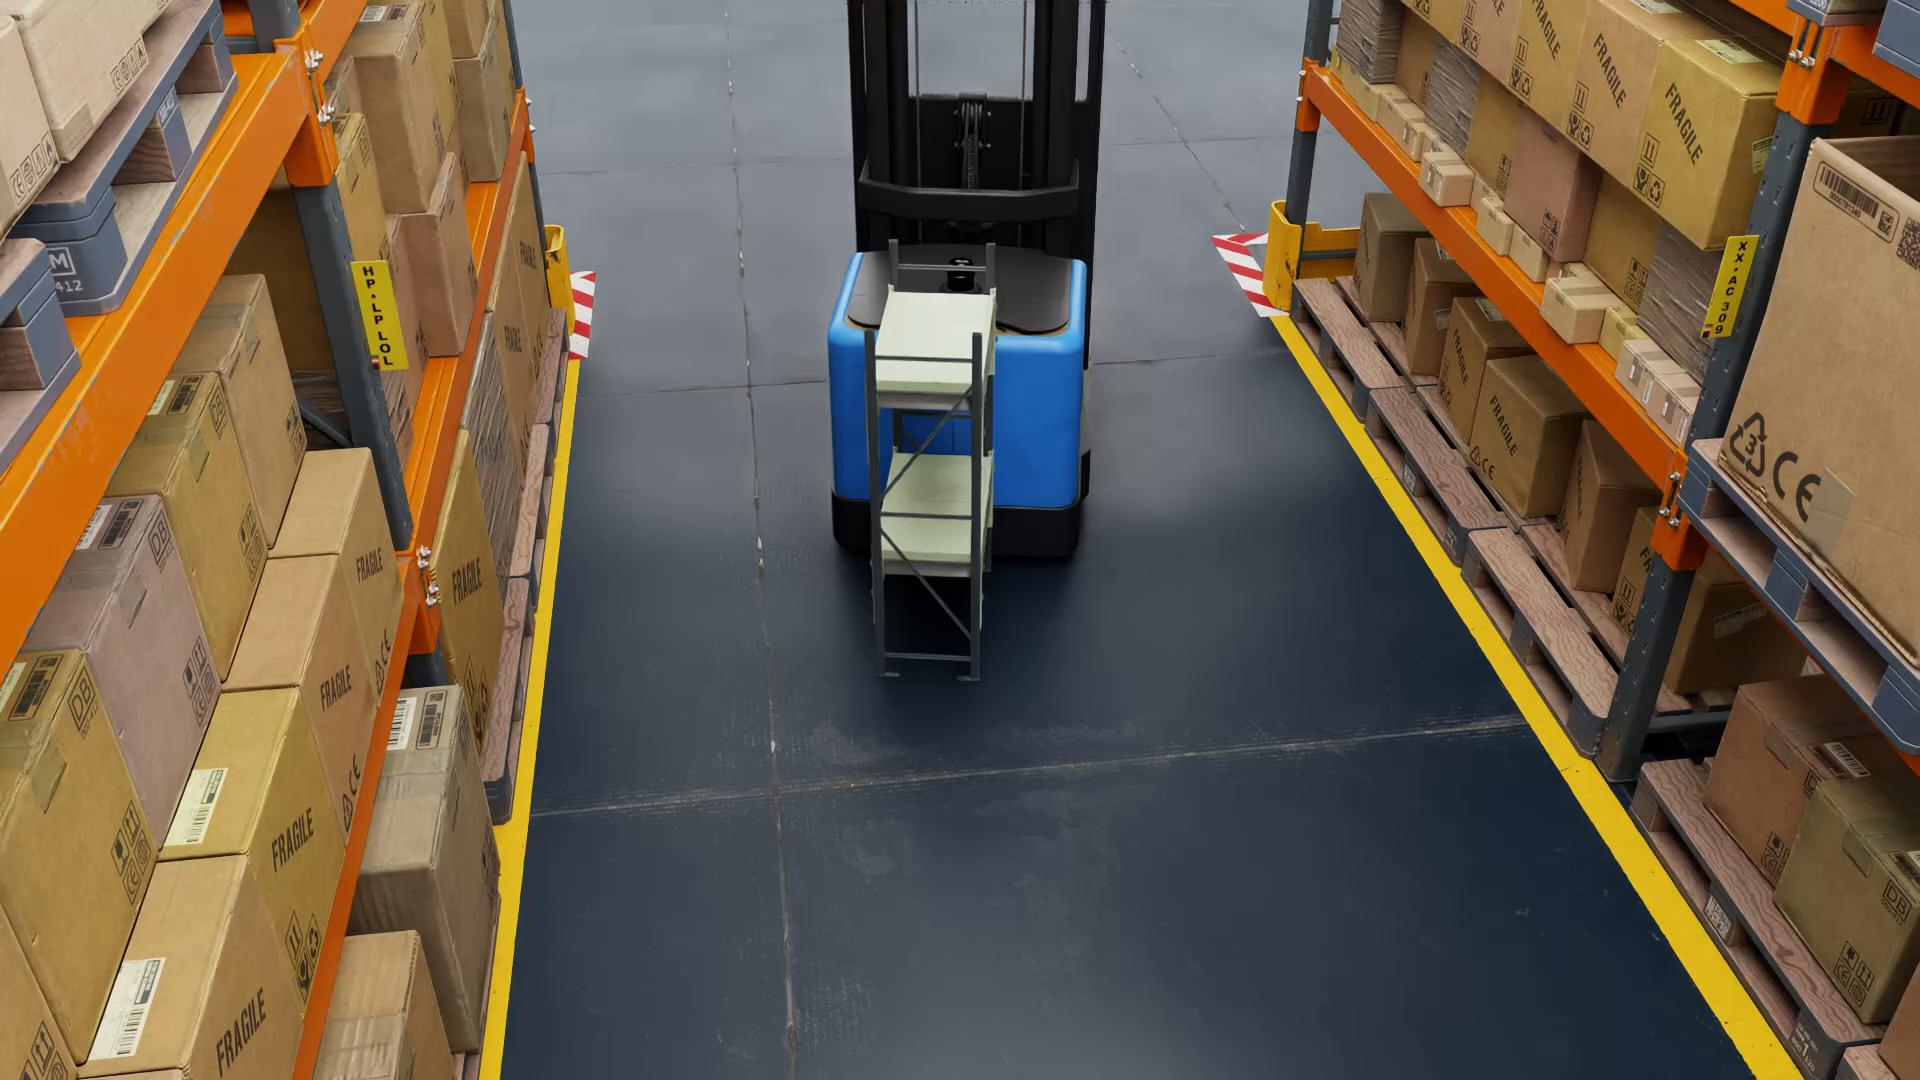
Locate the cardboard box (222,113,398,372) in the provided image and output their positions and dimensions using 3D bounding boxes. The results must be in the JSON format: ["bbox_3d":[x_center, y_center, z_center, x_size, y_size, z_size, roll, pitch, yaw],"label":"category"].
[{"bbox_3d":[-2.131,-0.831,4.714,0.875,0.550,0.550,-4,35,-6],"label":"cardboard box"}]

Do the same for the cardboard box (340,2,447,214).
[{"bbox_3d":[-2.256,-1.441,5.609,0.875,0.550,0.550,-4,35,-6],"label":"cardboard box"}]

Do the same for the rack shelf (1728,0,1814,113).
[{"bbox_3d":[2.544,-2.492,6.218,1.077,0.370,4.000,-4,35,-6],"label":"rack shelf"}]

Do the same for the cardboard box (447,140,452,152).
[{"bbox_3d":[-2.400,-1.285,6.339,0.875,0.550,0.500,-4,35,-6],"label":"cardboard box"}]

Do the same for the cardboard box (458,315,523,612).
[{"bbox_3d":[-2.255,-0.269,6.495,0.875,0.875,0.875,-4,34,-6],"label":"cardboard box"}]

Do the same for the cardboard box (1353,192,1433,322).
[{"bbox_3d":[2.343,-1.457,8.571,0.500,0.500,0.500,2,34,2],"label":"cardboard box"}]

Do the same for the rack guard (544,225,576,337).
[{"bbox_3d":[-2.656,-1.327,8.753,1.175,0.500,0.348,-4,35,-6],"label":"rack guard"}]

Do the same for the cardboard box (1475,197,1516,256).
[{"bbox_3d":[2.306,-1.266,6.667,0.380,0.149,0.250,-4,35,-6],"label":"cardboard box"}]

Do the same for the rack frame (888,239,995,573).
[{"bbox_3d":[-0.068,-0.495,6.644,0.400,1.500,0.023,3,34,4],"label":"rack frame"}]

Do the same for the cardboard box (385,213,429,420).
[{"bbox_3d":[-2.273,-0.687,5.461,0.875,0.550,0.550,-4,35,-6],"label":"cardboard box"}]

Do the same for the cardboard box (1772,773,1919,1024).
[{"bbox_3d":[2.920,1.029,4.905,0.700,0.500,0.500,-5,35,-7],"label":"cardboard box"}]

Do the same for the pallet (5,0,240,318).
[{"bbox_3d":[-1.943,-0.767,3.218,0.805,0.209,1.217,-6,35,-8],"label":"pallet"}]

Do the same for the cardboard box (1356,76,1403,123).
[{"bbox_3d":[2.111,-2.103,7.896,0.380,0.149,0.250,-4,35,-6],"label":"cardboard box"}]

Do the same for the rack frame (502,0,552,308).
[{"bbox_3d":[-2.653,-2.347,8.030,1.000,3.000,0.127,-4,35,-6],"label":"rack frame"}]

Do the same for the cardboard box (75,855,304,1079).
[{"bbox_3d":[-1.573,0.962,3.086,0.500,0.500,0.500,-5,35,-7],"label":"cardboard box"}]

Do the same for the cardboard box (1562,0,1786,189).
[{"bbox_3d":[2.412,-1.520,5.577,0.500,0.500,0.500,-4,35,-6],"label":"cardboard box"}]

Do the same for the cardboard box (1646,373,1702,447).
[{"bbox_3d":[2.493,-0.428,5.437,0.380,0.149,0.250,-4,35,-6],"label":"cardboard box"}]

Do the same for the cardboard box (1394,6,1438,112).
[{"bbox_3d":[2.508,-2.251,7.537,0.875,0.500,0.500,-4,35,-6],"label":"cardboard box"}]

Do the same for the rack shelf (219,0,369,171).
[{"bbox_3d":[-2.384,-2.173,5.750,1.077,0.370,4.000,-4,35,-6],"label":"rack shelf"}]

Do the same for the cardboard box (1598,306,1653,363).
[{"bbox_3d":[2.495,-0.712,5.854,0.380,0.149,0.250,-4,35,-6],"label":"cardboard box"}]

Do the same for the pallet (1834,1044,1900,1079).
[{"bbox_3d":[3.087,1.835,4.370,1.003,0.211,1.213,-4,35,-6],"label":"pallet"}]

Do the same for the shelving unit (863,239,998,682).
[{"bbox_3d":[-0.096,-0.289,6.343,0.431,1.500,0.755,3,34,4],"label":"shelving unit"}]

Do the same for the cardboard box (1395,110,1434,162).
[{"bbox_3d":[2.192,-1.825,7.488,0.380,0.149,0.250,-4,35,-6],"label":"cardboard box"}]

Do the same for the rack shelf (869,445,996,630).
[{"bbox_3d":[-0.096,-0.020,6.526,0.431,0.370,0.720,3,34,4],"label":"rack shelf"}]

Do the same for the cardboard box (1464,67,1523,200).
[{"bbox_3d":[2.588,-1.689,6.712,0.875,0.500,0.500,-4,35,-6],"label":"cardboard box"}]

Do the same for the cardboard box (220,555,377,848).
[{"bbox_3d":[-1.712,0.397,3.915,0.500,0.500,0.500,-5,35,-7],"label":"cardboard box"}]

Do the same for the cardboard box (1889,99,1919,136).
[{"bbox_3d":[3.005,-1.282,5.226,0.500,0.500,0.500,-4,35,-6],"label":"cardboard box"}]

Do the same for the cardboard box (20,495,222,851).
[{"bbox_3d":[-1.904,0.277,3.204,0.700,0.500,0.500,-4,34,-6],"label":"cardboard box"}]

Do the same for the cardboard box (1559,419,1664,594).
[{"bbox_3d":[2.715,-0.120,6.609,0.500,0.500,0.500,6,35,9],"label":"cardboard box"}]

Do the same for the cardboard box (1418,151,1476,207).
[{"bbox_3d":[2.183,-1.541,7.070,0.380,0.149,0.250,-4,35,-6],"label":"cardboard box"}]

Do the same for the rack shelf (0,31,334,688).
[{"bbox_3d":[-1.846,0.059,2.475,1.077,0.370,4.000,-4,35,-6],"label":"rack shelf"}]

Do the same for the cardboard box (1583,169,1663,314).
[{"bbox_3d":[2.782,-1.135,5.900,0.875,0.500,0.500,-4,35,-6],"label":"cardboard box"}]

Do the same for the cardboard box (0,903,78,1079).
[{"bbox_3d":[-1.768,0.844,2.372,0.700,0.500,0.500,-5,35,-7],"label":"cardboard box"}]

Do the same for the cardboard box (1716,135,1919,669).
[{"bbox_3d":[2.782,-0.401,4.270,1.000,1.000,1.000,-4,34,-6],"label":"cardboard box"}]

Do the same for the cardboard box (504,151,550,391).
[{"bbox_3d":[-2.496,-1.269,7.962,0.875,0.875,0.875,-4,34,-6],"label":"cardboard box"}]

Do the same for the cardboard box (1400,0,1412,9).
[{"bbox_3d":[2.140,-2.636,7.214,0.500,0.500,0.500,-4,35,-6],"label":"cardboard box"}]

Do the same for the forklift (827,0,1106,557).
[{"bbox_3d":[0.089,-1.948,7.505,1.130,2.935,3.031,3,34,4],"label":"forklift"}]

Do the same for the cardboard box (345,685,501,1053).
[{"bbox_3d":[-1.942,0.981,4.771,1.050,0.750,0.750,-5,35,-7],"label":"cardboard box"}]

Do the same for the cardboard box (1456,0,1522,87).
[{"bbox_3d":[2.282,-2.079,6.396,0.500,0.500,0.500,-4,35,-6],"label":"cardboard box"}]

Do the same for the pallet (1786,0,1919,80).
[{"bbox_3d":[2.791,-1.243,3.914,1.213,0.211,1.003,-4,35,-6],"label":"pallet"}]

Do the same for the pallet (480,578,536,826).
[{"bbox_3d":[-2.140,0.608,6.171,1.003,0.211,1.213,-4,35,-6],"label":"pallet"}]

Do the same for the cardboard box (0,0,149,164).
[{"bbox_3d":[-1.731,-0.835,2.819,0.500,0.250,0.500,-5,35,-7],"label":"cardboard box"}]

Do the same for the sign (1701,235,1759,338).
[{"bbox_3d":[2.277,-0.746,4.913,0.100,0.325,0.005,-4,35,-6],"label":"sign"}]

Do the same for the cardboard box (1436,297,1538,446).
[{"bbox_3d":[2.523,-0.775,7.570,0.500,0.500,0.500,-1,34,-2],"label":"cardboard box"}]

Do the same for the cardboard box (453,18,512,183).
[{"bbox_3d":[-2.463,-1.900,7.241,0.875,0.550,0.550,-4,35,-6],"label":"cardboard box"}]

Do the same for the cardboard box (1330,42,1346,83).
[{"bbox_3d":[2.078,-2.385,8.309,0.380,0.149,0.250,-4,35,-6],"label":"cardboard box"}]

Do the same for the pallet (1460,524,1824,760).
[{"bbox_3d":[2.688,0.346,6.554,1.003,0.211,1.213,-4,35,-6],"label":"pallet"}]

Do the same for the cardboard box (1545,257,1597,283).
[{"bbox_3d":[2.448,-0.993,6.266,0.380,0.149,0.250,-4,35,-6],"label":"cardboard box"}]

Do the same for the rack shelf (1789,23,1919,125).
[{"bbox_3d":[3.082,-0.260,2.943,1.077,0.370,4.000,-4,35,-6],"label":"rack shelf"}]

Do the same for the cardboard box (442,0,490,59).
[{"bbox_3d":[-2.476,-2.345,6.935,0.875,0.550,0.550,-4,35,-6],"label":"cardboard box"}]

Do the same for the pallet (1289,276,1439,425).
[{"bbox_3d":[2.360,-1.015,8.552,1.003,0.211,1.213,-4,35,-6],"label":"pallet"}]

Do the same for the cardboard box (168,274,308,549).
[{"bbox_3d":[-2.043,-0.292,4.039,0.700,0.500,0.500,-5,35,-7],"label":"cardboard box"}]

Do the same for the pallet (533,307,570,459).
[{"bbox_3d":[-2.468,-0.754,8.169,1.003,0.211,1.213,-4,35,-6],"label":"pallet"}]

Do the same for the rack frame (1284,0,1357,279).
[{"bbox_3d":[2.275,-2.666,8.498,1.000,3.000,0.127,-4,35,-6],"label":"rack frame"}]
